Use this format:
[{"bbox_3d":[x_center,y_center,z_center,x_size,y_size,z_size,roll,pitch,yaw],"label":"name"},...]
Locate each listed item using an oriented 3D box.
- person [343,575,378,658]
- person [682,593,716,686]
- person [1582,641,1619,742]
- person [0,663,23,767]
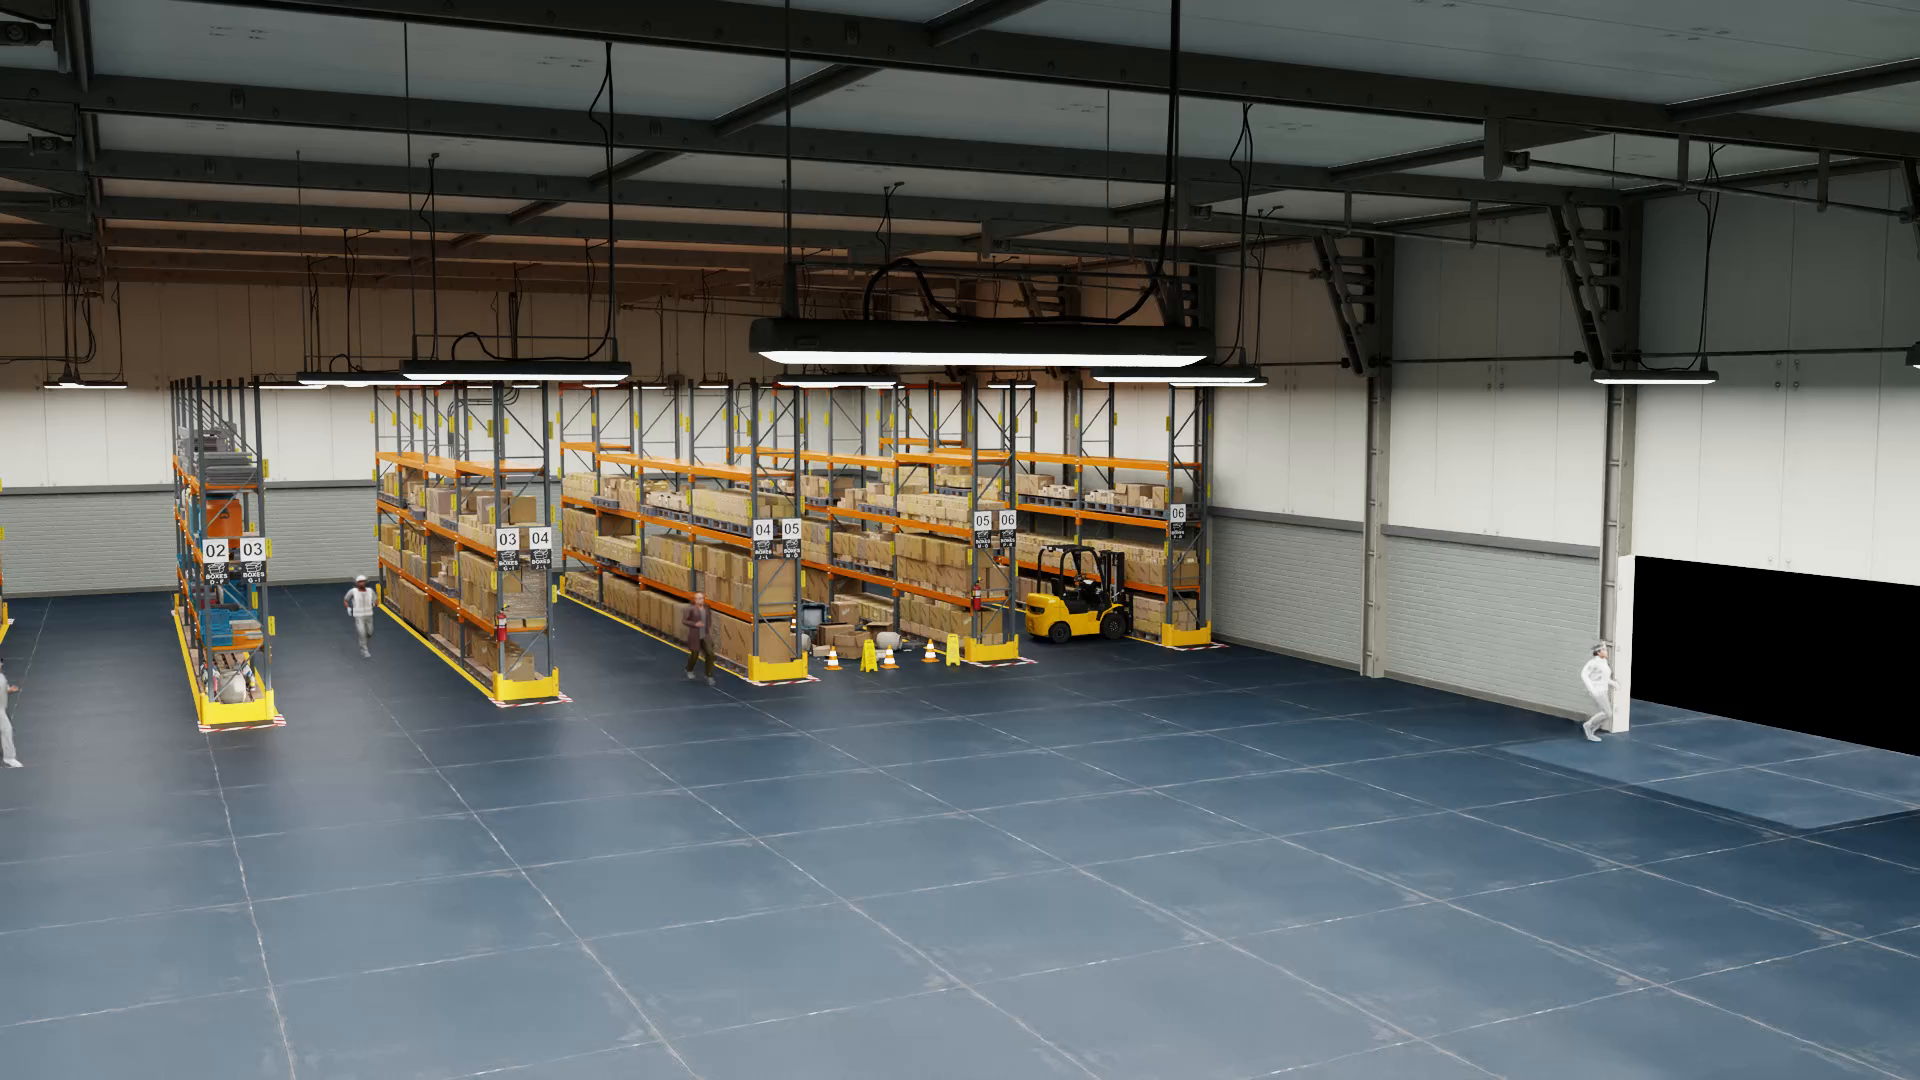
[{"bbox_3d":[-12.902,1.643,35.911,0.696,1.763,0.946,-4,6,-38],"label":"person"},{"bbox_3d":[-5.166,1.933,32.762,0.713,1.812,0.999,-4,6,-35],"label":"person"},{"bbox_3d":[10.516,2.480,27.239,0.500,1.636,0.609,5,7,42],"label":"person"},{"bbox_3d":[-14.756,2.618,25.417,0.830,1.715,0.543,0,5,-3],"label":"person"}]
